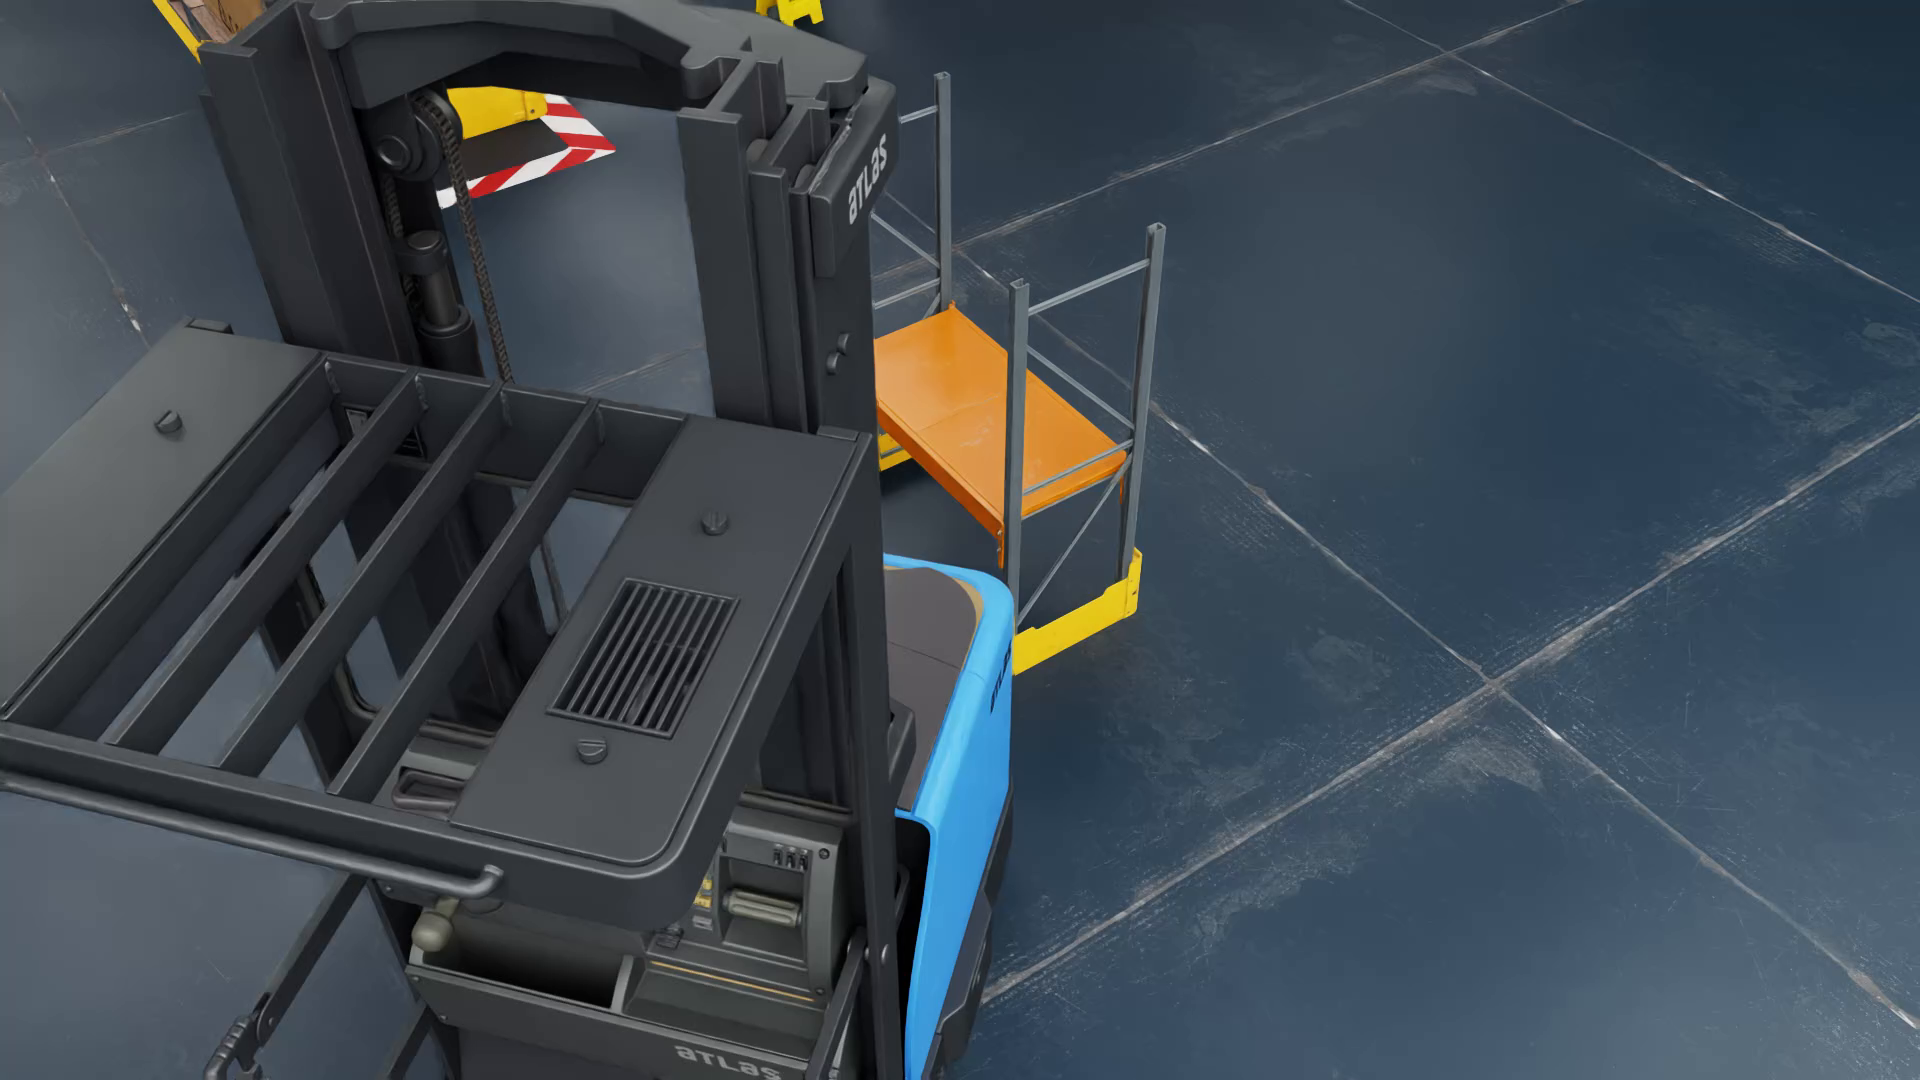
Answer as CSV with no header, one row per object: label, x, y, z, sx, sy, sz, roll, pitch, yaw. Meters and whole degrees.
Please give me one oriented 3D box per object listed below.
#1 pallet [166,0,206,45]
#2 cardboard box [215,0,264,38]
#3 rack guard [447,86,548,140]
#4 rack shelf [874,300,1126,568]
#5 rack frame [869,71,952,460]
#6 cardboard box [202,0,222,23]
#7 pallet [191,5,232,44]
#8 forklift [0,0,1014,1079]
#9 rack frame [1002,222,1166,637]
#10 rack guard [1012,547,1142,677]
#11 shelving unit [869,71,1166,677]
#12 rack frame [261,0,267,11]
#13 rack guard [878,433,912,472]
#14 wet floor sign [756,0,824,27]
pallet,-3.733,-3.086,8.830,1.003,0.211,1.213,-26,49,-24
cardboard box,-2.960,-2.724,7.665,0.875,0.875,0.875,-25,49,-24
rack guard,-2.504,-2.065,7.551,1.175,0.500,0.348,-26,49,-24
rack shelf,0.049,-0.364,5.306,0.538,0.185,1.000,-26,49,-24
rack frame,-0.242,-0.782,5.483,0.500,1.500,0.032,-26,49,-24
cardboard box,-3.465,-3.221,8.187,0.875,0.875,0.875,-26,50,-25
pallet,-3.040,-2.396,8.107,1.003,0.211,1.213,-26,49,-24
forklift,-0.721,0.705,2.889,1.130,2.935,3.031,10,45,11
rack frame,0.340,-0.206,4.880,0.500,1.500,0.032,-26,49,-24
rack guard,0.329,0.235,5.323,0.587,0.250,0.087,-26,49,-24
shelving unit,0.044,-0.499,5.187,0.587,1.500,1.083,-26,49,-24
rack frame,-2.518,-2.982,6.702,1.000,3.000,0.127,-26,49,-24
rack guard,-0.241,-0.329,5.914,0.587,0.250,0.087,-26,49,-24
wet floor sign,-0.877,-2.897,8.317,0.267,0.644,0.232,-35,53,-31
